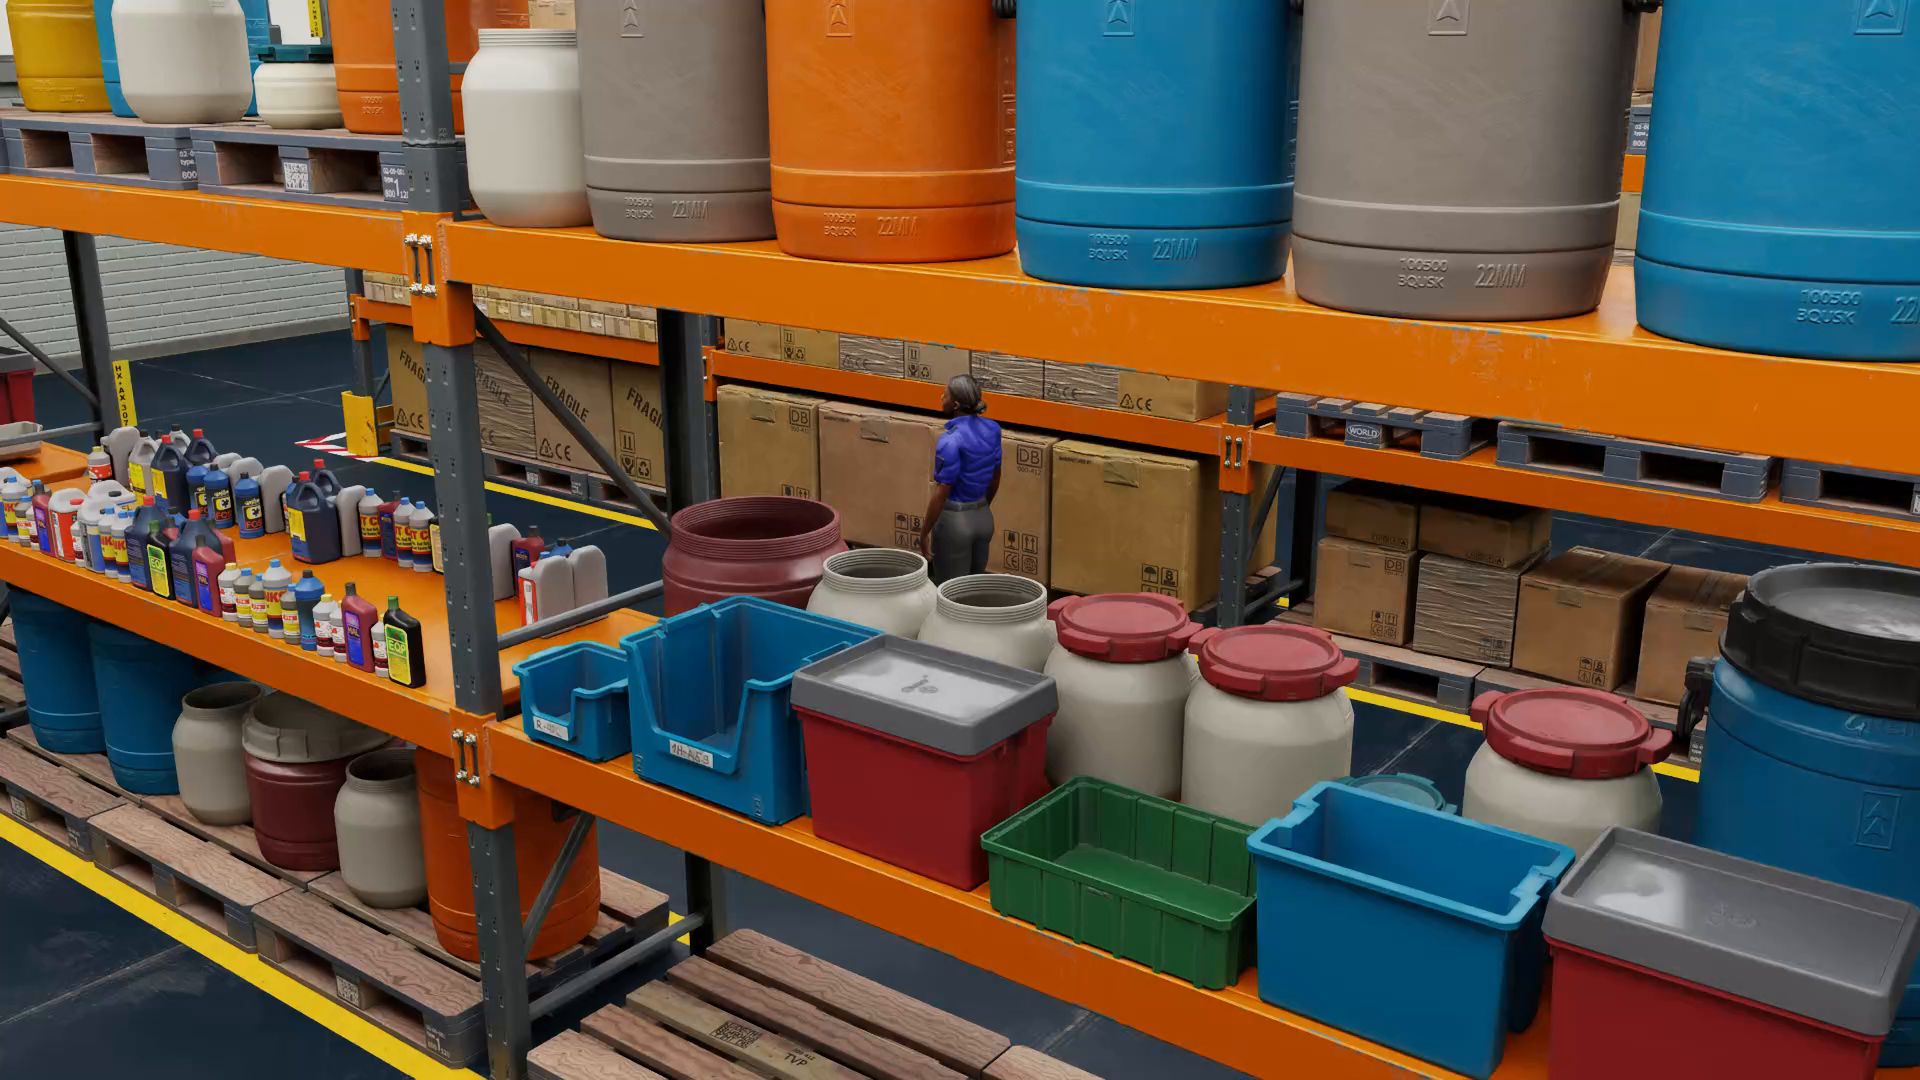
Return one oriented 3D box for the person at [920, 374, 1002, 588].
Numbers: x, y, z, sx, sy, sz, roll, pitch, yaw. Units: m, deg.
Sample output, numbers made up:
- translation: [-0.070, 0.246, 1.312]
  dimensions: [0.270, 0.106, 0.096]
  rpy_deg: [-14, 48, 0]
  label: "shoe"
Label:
- translation: [-0.049, -0.083, 8.796]
  dimensions: [0.502, 1.657, 0.570]
  rpy_deg: [13, 21, 37]
  label: "person"
